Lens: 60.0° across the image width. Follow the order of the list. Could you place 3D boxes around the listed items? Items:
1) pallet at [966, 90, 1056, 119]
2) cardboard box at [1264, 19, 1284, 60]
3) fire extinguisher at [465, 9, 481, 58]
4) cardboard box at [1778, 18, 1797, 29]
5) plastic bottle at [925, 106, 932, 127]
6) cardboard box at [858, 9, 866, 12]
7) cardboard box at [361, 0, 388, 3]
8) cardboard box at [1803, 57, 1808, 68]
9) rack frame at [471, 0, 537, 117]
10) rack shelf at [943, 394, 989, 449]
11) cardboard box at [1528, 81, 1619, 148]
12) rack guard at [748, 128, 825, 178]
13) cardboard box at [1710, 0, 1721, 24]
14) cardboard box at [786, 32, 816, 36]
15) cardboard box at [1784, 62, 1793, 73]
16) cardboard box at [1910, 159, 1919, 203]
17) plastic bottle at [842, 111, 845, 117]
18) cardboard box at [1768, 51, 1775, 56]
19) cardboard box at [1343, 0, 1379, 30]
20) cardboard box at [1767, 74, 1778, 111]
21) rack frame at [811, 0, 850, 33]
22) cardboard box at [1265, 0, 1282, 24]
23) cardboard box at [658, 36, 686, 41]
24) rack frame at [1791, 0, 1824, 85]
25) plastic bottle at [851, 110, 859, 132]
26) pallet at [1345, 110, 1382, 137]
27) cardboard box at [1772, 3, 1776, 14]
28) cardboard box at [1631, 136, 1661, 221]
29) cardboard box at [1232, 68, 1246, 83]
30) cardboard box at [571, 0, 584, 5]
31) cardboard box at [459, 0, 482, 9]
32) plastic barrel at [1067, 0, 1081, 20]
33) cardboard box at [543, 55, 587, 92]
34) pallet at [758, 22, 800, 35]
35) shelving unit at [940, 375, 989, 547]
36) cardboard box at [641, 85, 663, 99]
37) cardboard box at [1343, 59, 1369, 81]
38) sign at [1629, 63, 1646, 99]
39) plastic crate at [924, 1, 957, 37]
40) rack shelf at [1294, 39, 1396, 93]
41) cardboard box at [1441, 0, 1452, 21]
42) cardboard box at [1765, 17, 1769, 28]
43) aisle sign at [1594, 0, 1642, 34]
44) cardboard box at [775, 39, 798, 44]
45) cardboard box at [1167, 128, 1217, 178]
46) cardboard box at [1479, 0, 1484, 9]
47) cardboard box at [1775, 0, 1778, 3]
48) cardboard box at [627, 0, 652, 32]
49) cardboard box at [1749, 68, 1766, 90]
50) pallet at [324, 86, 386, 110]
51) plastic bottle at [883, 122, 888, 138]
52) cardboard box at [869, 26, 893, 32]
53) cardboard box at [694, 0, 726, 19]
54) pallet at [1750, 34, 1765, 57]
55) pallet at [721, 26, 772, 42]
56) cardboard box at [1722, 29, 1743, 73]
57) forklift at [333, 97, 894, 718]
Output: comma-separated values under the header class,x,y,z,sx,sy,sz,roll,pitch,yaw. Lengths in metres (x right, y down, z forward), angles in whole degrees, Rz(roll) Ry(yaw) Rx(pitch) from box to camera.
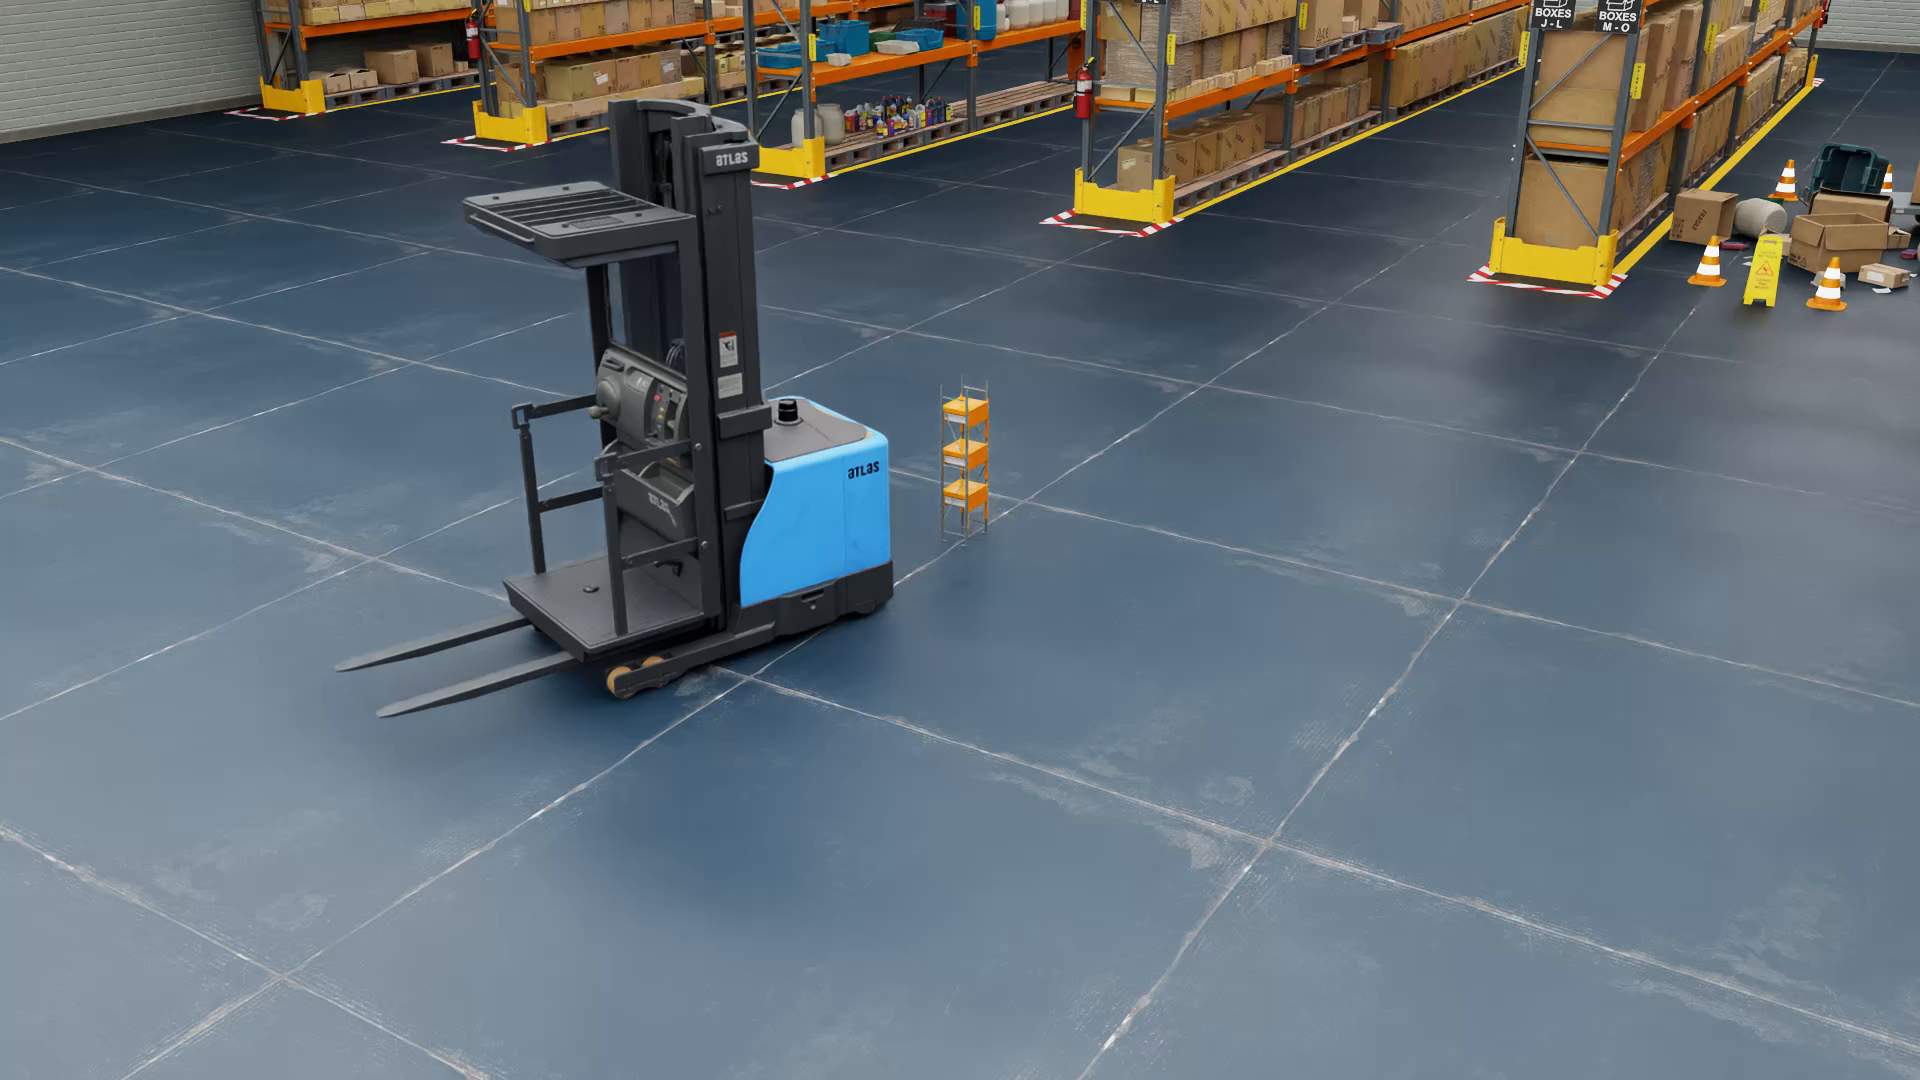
class,x,y,z,sx,sy,sz,roll,pitch,yaw
pallet,0.805,-6.965,26.573,1.003,0.211,1.213,14,27,29
cardboard box,3.699,-6.563,21.635,0.875,0.500,0.500,14,27,29
fire extinguisher,-6.992,-7.269,23.863,0.296,0.674,0.183,14,27,29
cardboard box,12.797,-8.058,25.905,0.380,0.149,0.250,15,28,31
plastic bottle,-0.465,-6.107,23.946,0.061,0.283,0.133,16,28,32
cardboard box,-2.590,-12.472,38.403,0.700,0.500,0.500,14,27,29
cardboard box,-9.691,-9.004,26.994,0.500,0.500,0.500,13,27,27
cardboard box,14.444,-8.279,28.785,0.380,0.149,0.250,13,27,28
rack frame,-6.535,-7.247,23.715,1.000,3.000,0.127,14,27,29
rack shelf,0.028,-0.751,10.475,0.215,0.259,0.240,14,27,29
cardboard box,6.197,-4.300,16.718,0.875,0.550,0.550,14,27,29
rack guard,-2.328,-5.096,21.893,1.175,0.500,0.348,14,27,29
cardboard box,8.943,-6.464,20.522,0.700,0.500,0.500,14,27,29
cardboard box,-2.841,-9.020,30.037,0.500,0.311,0.500,15,28,31
cardboard box,13.336,-7.715,27.106,0.380,0.149,0.250,15,27,30
cardboard box,10.880,-4.006,18.422,0.500,0.500,0.500,14,27,29
plastic bottle,-1.686,-5.918,23.510,0.061,0.283,0.133,15,27,30
cardboard box,13.871,-8.430,28.758,0.380,0.149,0.250,14,27,30
cardboard box,5.639,-7.709,24.126,0.700,0.500,0.500,19,30,37
cardboard box,12.193,-6.889,25.507,0.500,0.500,0.500,13,27,28
rack frame,-2.315,-9.947,29.952,1.000,3.000,0.127,14,27,29
cardboard box,3.723,-6.783,20.883,0.500,0.500,0.500,14,27,29
cardboard box,-6.026,-10.411,33.200,0.750,0.750,0.750,13,27,28
rack frame,14.480,-9.497,28.911,1.000,3.000,0.127,14,27,29
plastic bottle,-1.485,-5.932,23.543,0.061,0.283,0.133,14,27,29
pallet,5.686,-6.327,25.099,1.003,0.211,1.213,14,27,29
cardboard box,11.777,-7.832,24.478,0.380,0.149,0.250,12,26,26
cardboard box,7.286,-4.161,18.733,0.875,0.875,0.875,14,27,29
cardboard box,3.322,-5.767,20.613,0.380,0.149,0.250,14,27,29
cardboard box,-5.740,-7.936,24.364,0.380,0.149,0.250,13,27,28
cardboard box,-8.628,-9.351,28.738,0.500,0.250,0.500,14,27,29
plastic barrel,1.904,-8.750,27.016,0.600,0.536,0.708,14,27,29
cardboard box,-5.990,-7.106,25.378,0.500,0.500,0.500,14,27,29
pallet,-3.948,-11.295,36.575,1.003,0.211,1.213,14,27,29
shelving unit,0.028,-0.500,10.583,0.215,1.050,0.252,14,27,29
cardboard box,-5.007,-6.987,26.047,0.500,0.250,0.500,14,27,29
cardboard box,5.771,-7.036,24.877,0.500,0.250,0.500,15,28,31
sign,6.508,-4.412,15.976,0.100,0.325,0.005,14,27,29
plastic crate,-0.223,-7.815,24.946,0.402,0.464,0.583,14,27,29
rack shelf,5.044,-6.865,23.737,1.077,0.370,4.000,14,27,29
cardboard box,7.658,-8.707,26.962,0.500,0.500,0.500,14,27,28
cardboard box,11.503,-7.518,24.128,0.380,0.149,0.250,13,27,27
aisle sign,6.257,-5.203,15.720,0.394,0.787,0.004,14,27,29
cardboard box,-2.919,-8.560,28.975,0.500,0.311,0.500,14,27,29
cardboard box,2.855,-4.839,20.770,0.500,0.500,0.500,17,29,34
cardboard box,8.786,-9.223,28.596,0.380,0.149,0.250,13,27,27
cardboard box,11.907,-8.054,24.618,0.380,0.149,0.250,14,27,29
cardboard box,-5.194,-8.144,25.661,0.700,0.500,0.500,14,27,30
cardboard box,11.369,-6.704,24.133,0.500,0.250,0.500,14,27,29
pallet,-10.246,-7.297,27.339,1.003,0.211,1.213,14,27,29
plastic bottle,-1.053,-5.707,23.126,0.097,0.201,0.097,0,23,0
cardboard box,-1.561,-9.274,30.989,0.500,0.500,0.500,13,27,27
cardboard box,-4.202,-8.704,27.268,0.500,0.250,0.500,16,28,32
pallet,10.545,-6.971,23.319,1.213,0.211,1.003,14,27,29
pallet,-4.758,-10.778,35.381,1.003,0.211,1.213,14,27,29
cardboard box,9.722,-6.297,21.395,0.500,0.500,0.500,13,27,28
forklift,-1.866,-0.742,8.775,3.031,2.935,1.130,-17,29,-34
